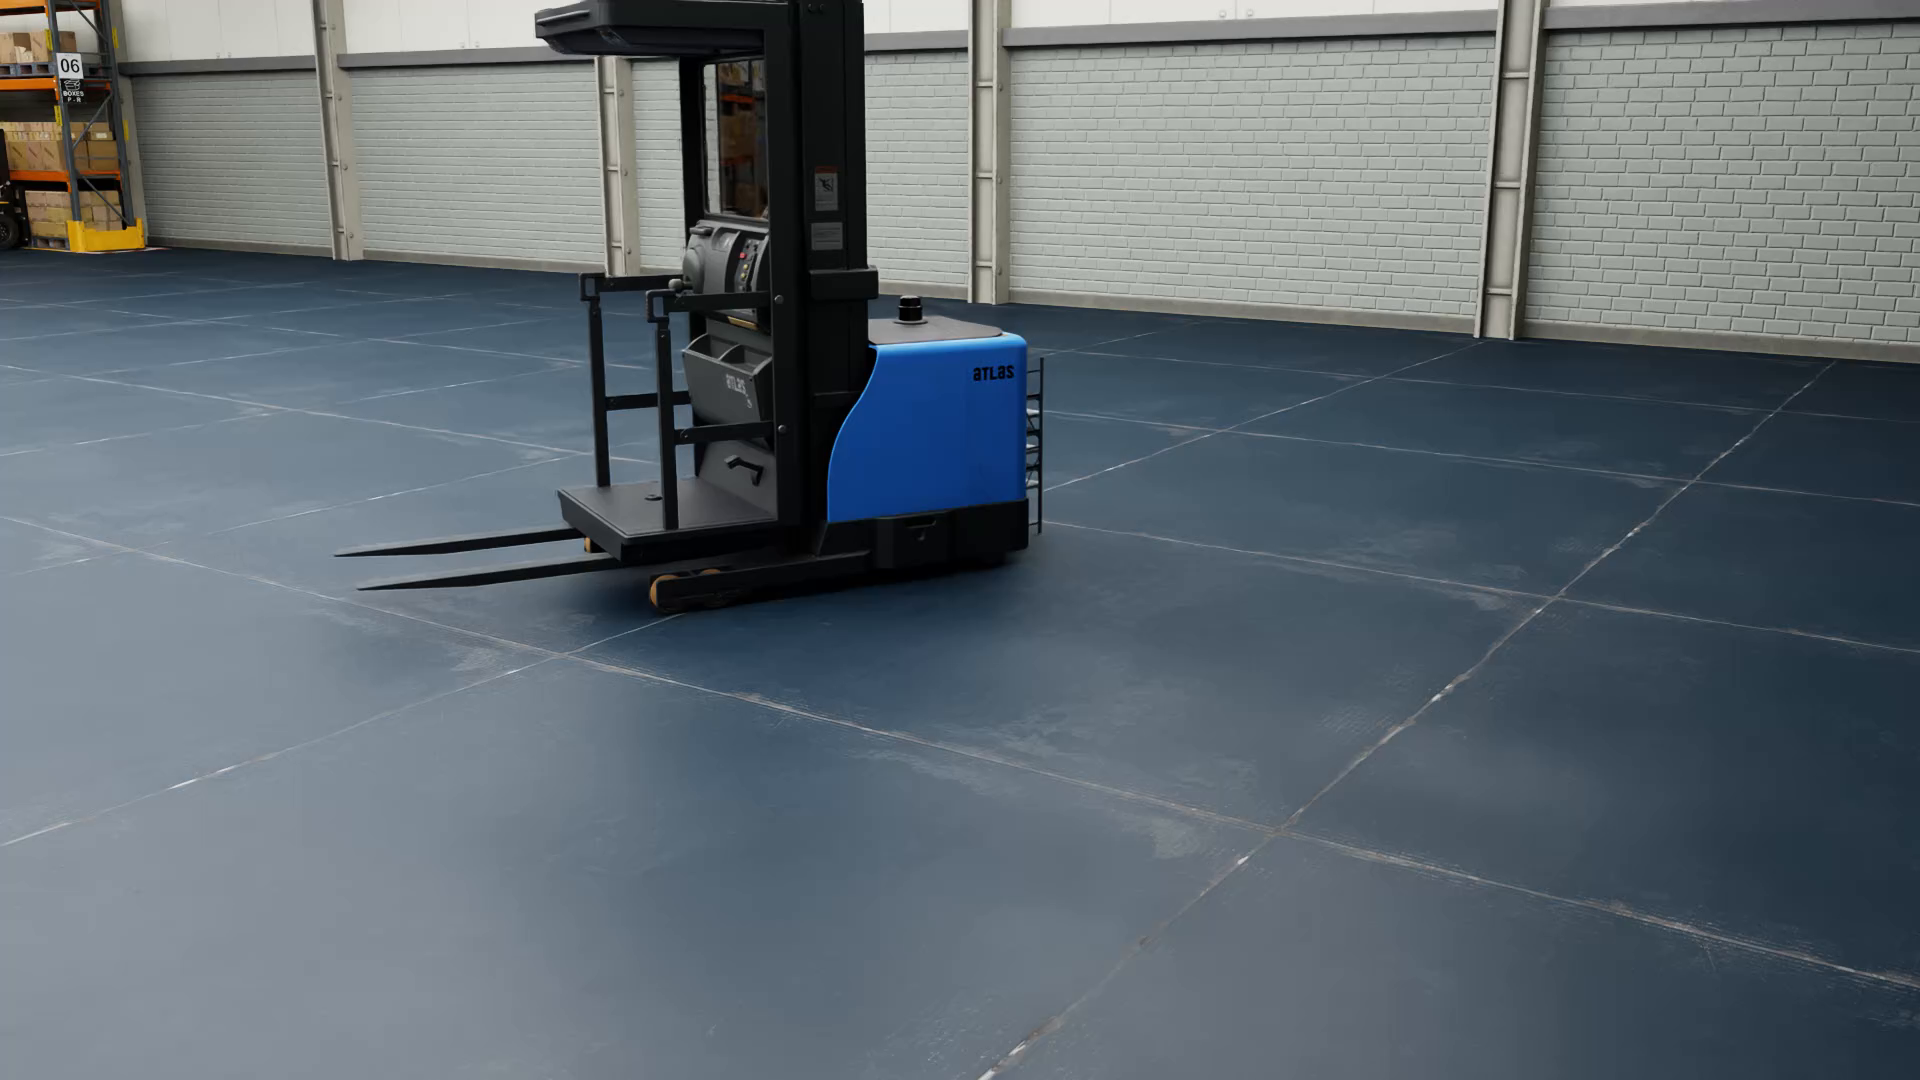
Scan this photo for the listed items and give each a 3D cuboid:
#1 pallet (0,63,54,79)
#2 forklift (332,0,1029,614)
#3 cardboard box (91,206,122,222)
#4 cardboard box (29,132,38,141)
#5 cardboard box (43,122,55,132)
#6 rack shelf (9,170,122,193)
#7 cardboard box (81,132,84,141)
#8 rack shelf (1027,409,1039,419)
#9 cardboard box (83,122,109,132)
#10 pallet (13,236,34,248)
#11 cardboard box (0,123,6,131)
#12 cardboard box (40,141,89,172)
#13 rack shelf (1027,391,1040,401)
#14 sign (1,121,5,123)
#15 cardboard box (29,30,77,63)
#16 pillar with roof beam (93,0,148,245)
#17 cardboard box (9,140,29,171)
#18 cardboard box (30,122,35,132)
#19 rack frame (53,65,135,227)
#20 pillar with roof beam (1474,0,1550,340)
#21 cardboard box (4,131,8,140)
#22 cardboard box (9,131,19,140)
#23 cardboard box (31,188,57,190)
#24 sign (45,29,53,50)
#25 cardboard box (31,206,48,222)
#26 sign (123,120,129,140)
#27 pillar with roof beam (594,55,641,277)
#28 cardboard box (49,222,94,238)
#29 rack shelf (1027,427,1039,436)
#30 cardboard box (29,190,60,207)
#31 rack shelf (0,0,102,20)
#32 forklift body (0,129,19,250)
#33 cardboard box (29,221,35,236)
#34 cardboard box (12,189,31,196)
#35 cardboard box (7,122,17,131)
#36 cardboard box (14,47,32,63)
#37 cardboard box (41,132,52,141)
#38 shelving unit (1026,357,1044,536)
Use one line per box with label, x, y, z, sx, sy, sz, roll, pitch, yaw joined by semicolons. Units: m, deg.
pallet;-16.111;-8.084;28.681;1.213;0.211;1.003;9;17;33
forklift;-1.219;-1.254;7.291;3.031;2.935;1.130;-7;16;-27
cardboard box;-14.796;-5.624;28.608;0.500;0.250;0.500;10;17;34
cardboard box;-15.575;-6.873;28.286;0.250;0.149;0.380;9;17;32
cardboard box;-15.159;-6.949;27.974;0.250;0.149;0.380;9;17;33
rack shelf;-16.181;-6.327;29.136;4.000;0.370;1.077;9;17;33
cardboard box;-14.899;-6.889;28.352;0.250;0.149;0.380;9;17;33
rack shelf;0.255;-0.606;8.288;0.200;0.077;0.258;13;19;42
cardboard box;-14.681;-7.003;28.195;0.250;0.149;0.380;9;16;32
pallet;-16.188;-5.312;29.344;1.213;0.211;1.003;9;17;33
cardboard box;-16.412;-7.163;28.841;0.250;0.149;0.380;9;17;33
cardboard box;-15.077;-6.470;28.009;0.500;0.500;0.500;9;16;32
rack shelf;0.255;-0.693;8.267;0.200;0.077;0.258;13;19;42
sign;-17.532;-7.514;30.468;0.005;0.325;0.100;9;17;33
cardboard box;-15.025;-8.176;27.575;0.500;0.500;0.500;10;17;35
pillar with roof beam;-16.999;-8.735;24.881;0.400;9.000;9.100;9;17;33
cardboard box;-15.927;-6.610;28.575;0.500;0.500;0.500;9;16;32
cardboard box;-15.556;-7.026;28.288;0.250;0.149;0.380;9;17;33
rack frame;-14.522;-6.408;27.966;0.127;3.000;1.000;9;17;33
pillar with roof beam;2.915;-5.516;11.879;0.400;9.000;9.100;9;17;33
cardboard box;-16.451;-7.001;28.805;0.250;0.149;0.380;9;16;32
cardboard box;-16.044;-6.929;28.514;0.250;0.149;0.380;9;17;33
cardboard box;-16.062;-6.070;29.370;0.500;0.250;0.500;9;16;32
sign;-14.836;-8.149;27.080;0.005;0.325;0.100;9;17;33
cardboard box;-15.510;-5.592;28.479;0.500;0.250;0.500;9;17;32
sign;-14.207;-6.976;28.297;0.005;0.325;0.100;9;17;33
pillar with roof beam;-7.042;-7.125;18.380;0.400;9.000;9.100;9;17;33
cardboard box;-15.088;-5.277;28.246;0.500;0.250;0.500;9;17;33
rack shelf;0.255;-0.519;8.310;0.200;0.077;0.258;13;19;42
cardboard box;-15.505;-5.829;28.396;0.500;0.250;0.500;10;17;34
rack shelf;-16.181;-9.045;28.464;4.000;0.370;1.077;9;17;33
forklift body;-17.113;-5.886;27.626;1.214;2.155;2.313;9;17;33
cardboard box;-15.905;-5.414;28.802;0.500;0.250;0.500;9;17;33
cardboard box;-16.345;-5.964;28.942;0.500;0.250;0.500;9;16;32
cardboard box;-16.052;-7.073;28.476;0.250;0.149;0.380;10;17;34
cardboard box;-15.589;-8.136;27.901;0.258;0.266;0.396;9;17;33
cardboard box;-15.195;-6.790;27.953;0.250;0.149;0.380;9;17;34
shelving unit;0.255;-0.464;8.324;0.210;0.900;0.258;13;19;42
